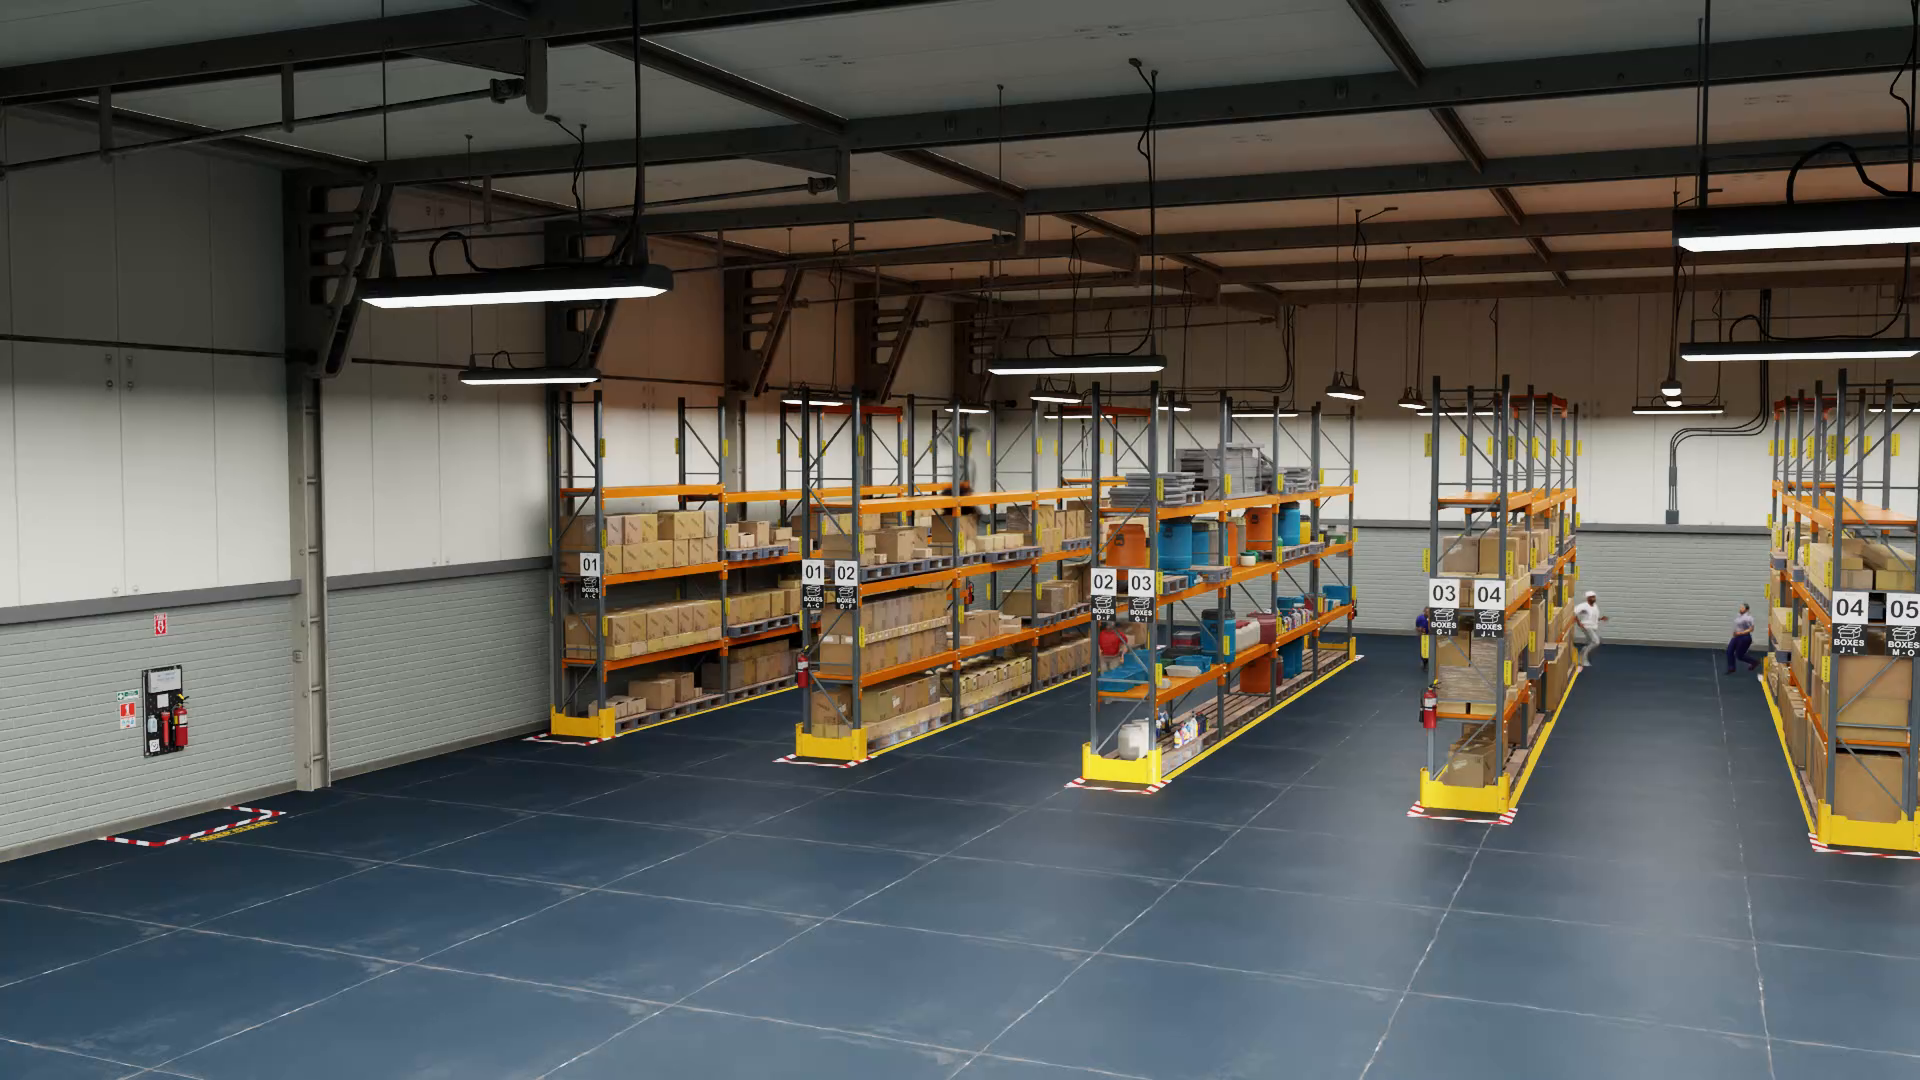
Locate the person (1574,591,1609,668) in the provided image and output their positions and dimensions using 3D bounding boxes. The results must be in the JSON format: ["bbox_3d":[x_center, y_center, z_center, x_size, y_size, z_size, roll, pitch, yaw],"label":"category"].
[{"bbox_3d":[14.429,2.035,38.050,0.712,1.750,0.677,-3,4,-39],"label":"person"}]

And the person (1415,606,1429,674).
[{"bbox_3d":[10.437,2.205,37.000,0.609,1.538,0.941,1,3,15],"label":"person"}]

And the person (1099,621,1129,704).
[{"bbox_3d":[2.923,2.368,32.510,0.659,1.686,0.566,1,3,22],"label":"person"}]

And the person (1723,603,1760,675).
[{"bbox_3d":[17.279,2.205,36.654,0.740,1.614,0.650,0,3,-5],"label":"person"}]
